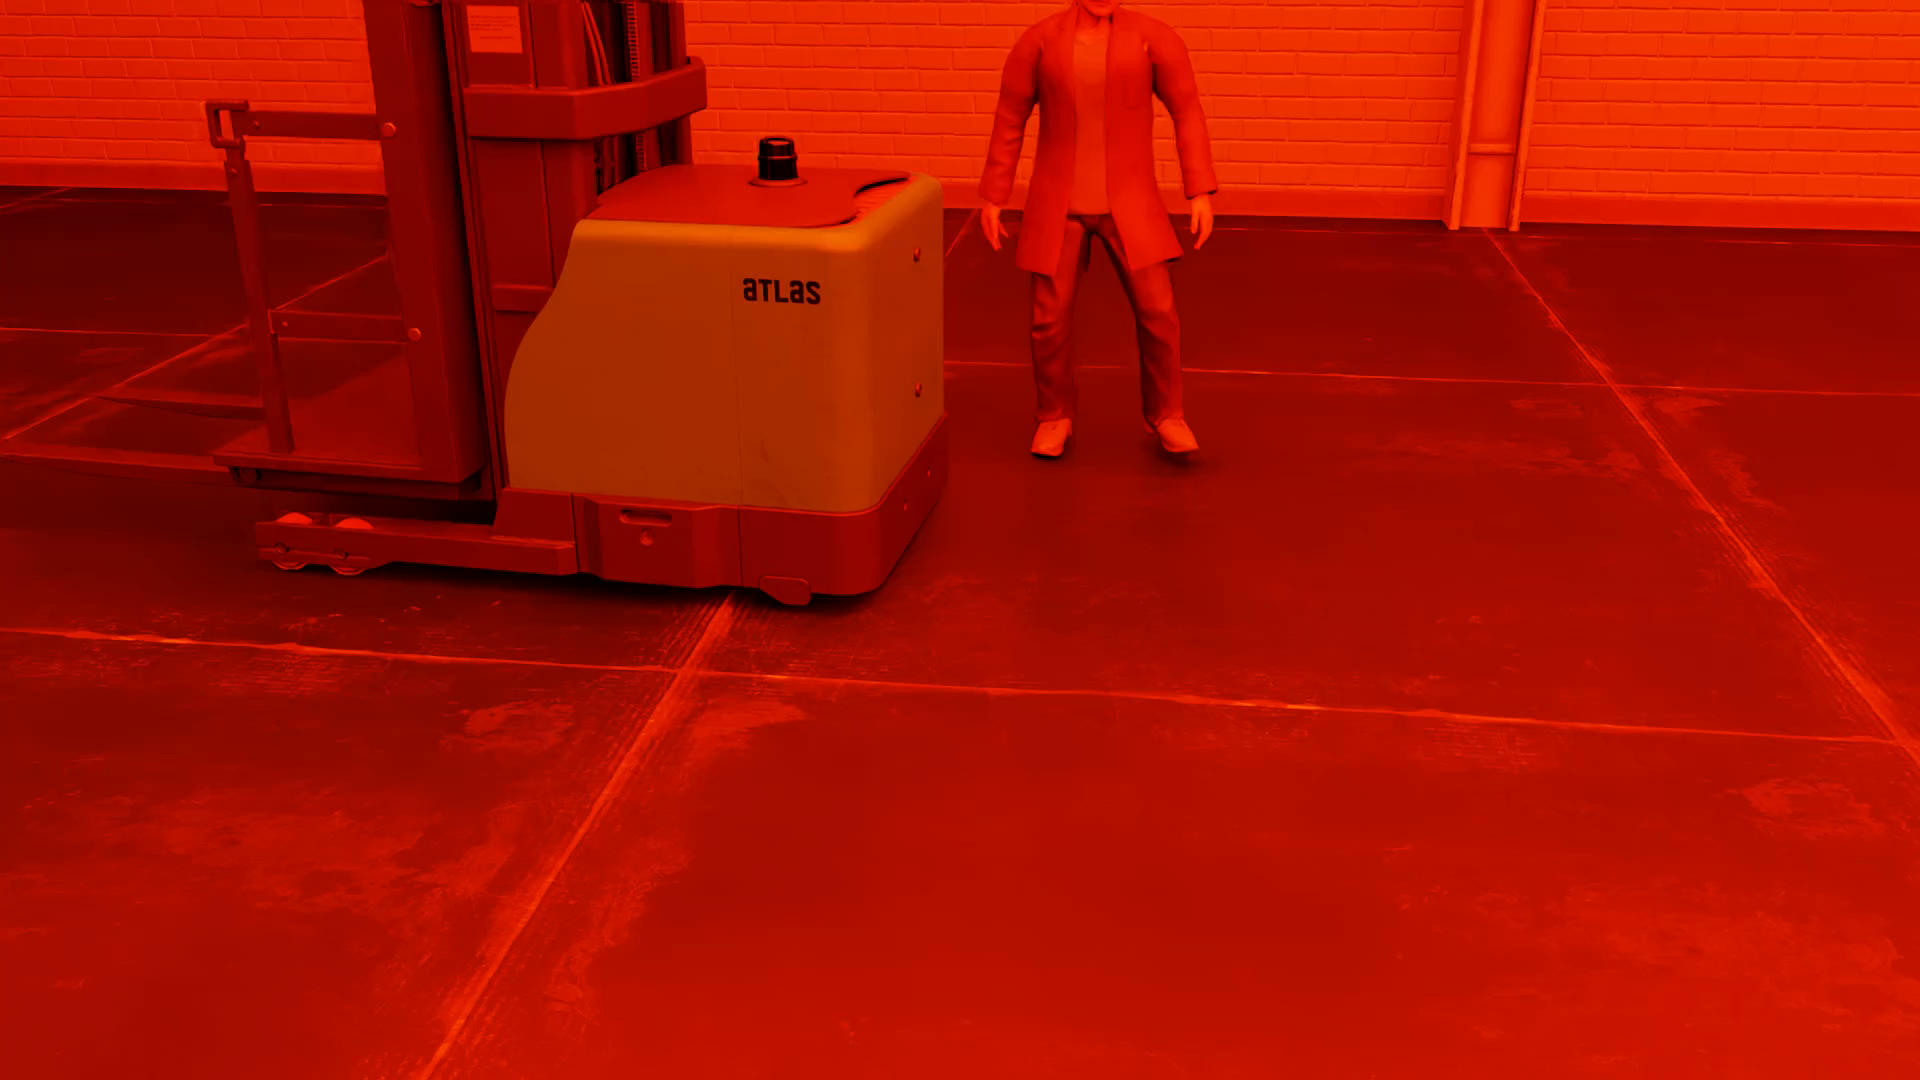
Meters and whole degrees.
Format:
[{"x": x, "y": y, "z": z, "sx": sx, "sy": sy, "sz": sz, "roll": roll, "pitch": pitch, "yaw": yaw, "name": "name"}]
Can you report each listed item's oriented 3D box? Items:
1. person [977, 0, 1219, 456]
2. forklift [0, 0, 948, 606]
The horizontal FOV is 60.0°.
[{"x": 0.462, "y": -1.139, "z": 5.664, "sx": 0.825, "sy": 1.751, "sz": 0.419, "roll": 4, "pitch": 22, "yaw": 9, "name": "person"}, {"x": -1.610, "y": -1.441, "z": 4.833, "sx": 3.031, "sy": 2.935, "sz": 1.130, "roll": 5, "pitch": 22, "yaw": 11, "name": "forklift"}]
